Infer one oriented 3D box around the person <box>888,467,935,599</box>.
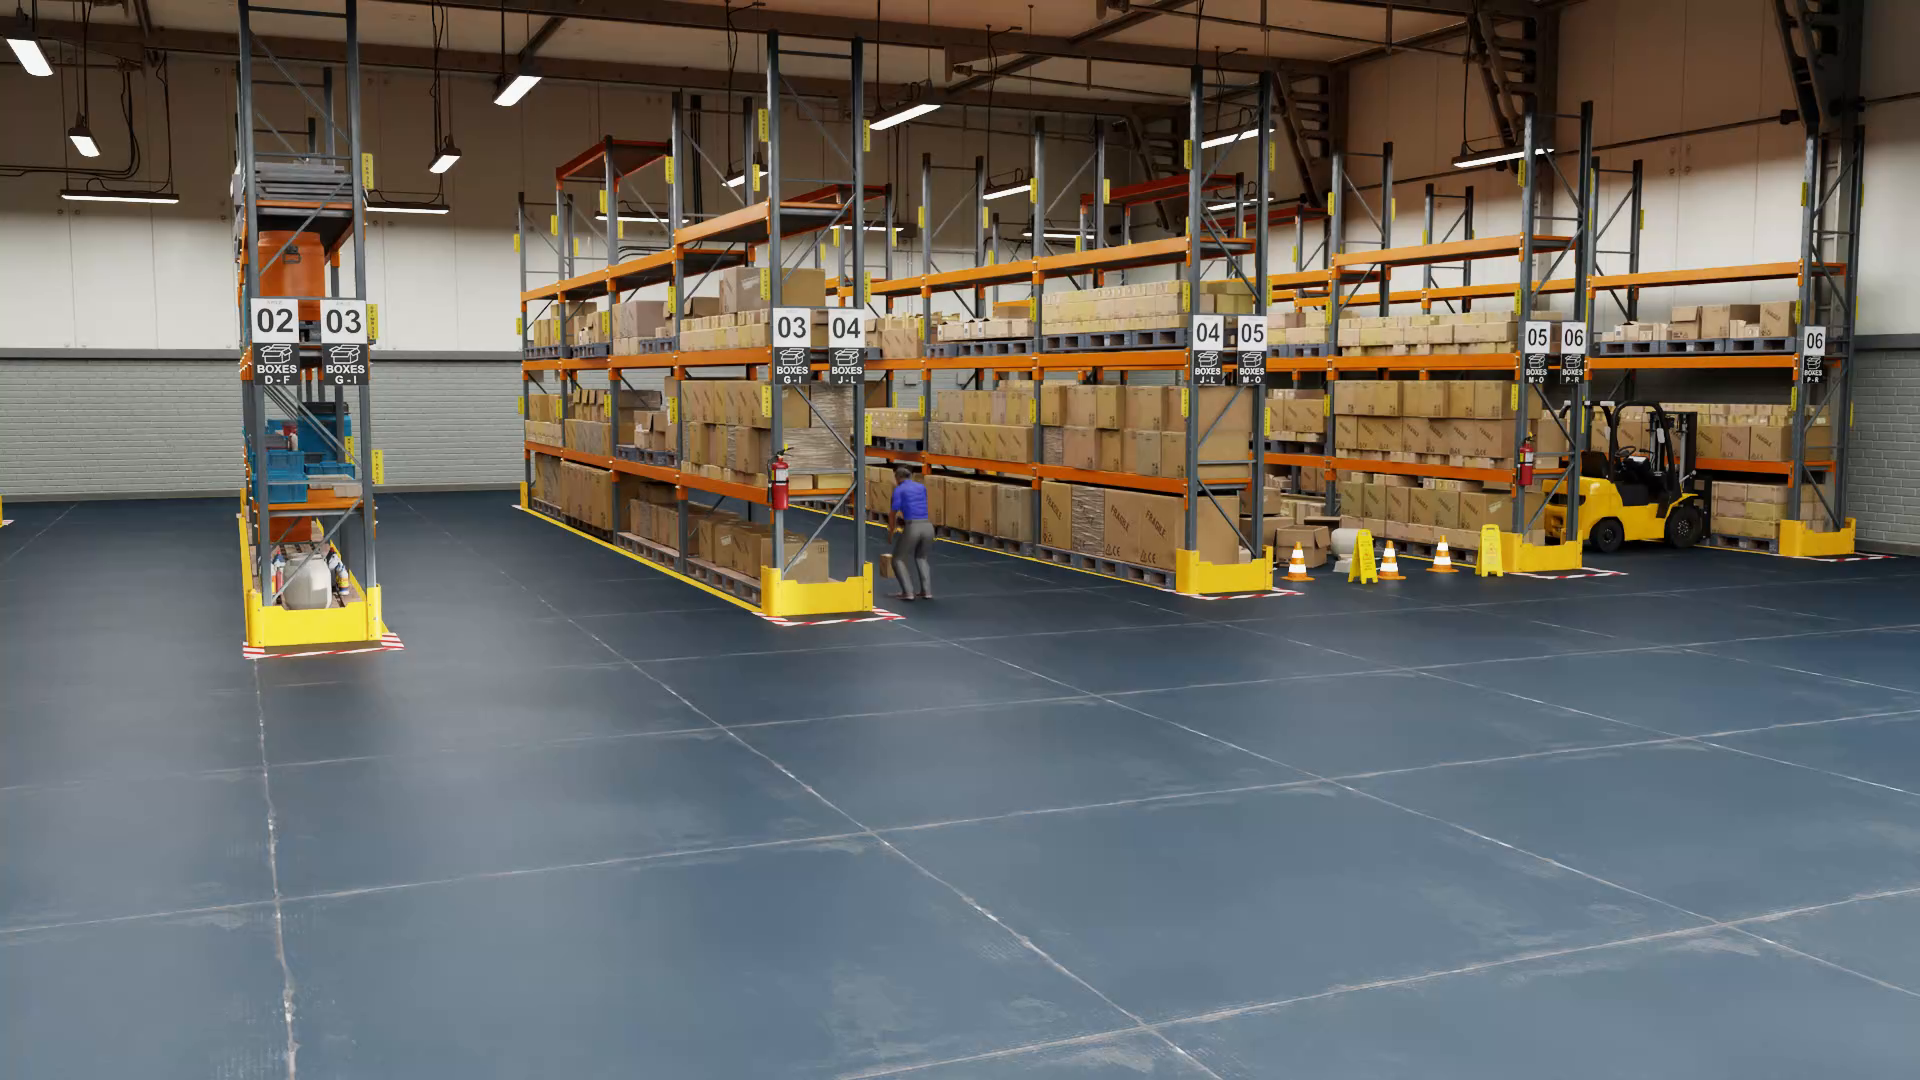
[{"bbox_3d":[-0.559,-0.071,18.732,0.487,1.487,0.535,-3,6,-31],"label":"person"}]
